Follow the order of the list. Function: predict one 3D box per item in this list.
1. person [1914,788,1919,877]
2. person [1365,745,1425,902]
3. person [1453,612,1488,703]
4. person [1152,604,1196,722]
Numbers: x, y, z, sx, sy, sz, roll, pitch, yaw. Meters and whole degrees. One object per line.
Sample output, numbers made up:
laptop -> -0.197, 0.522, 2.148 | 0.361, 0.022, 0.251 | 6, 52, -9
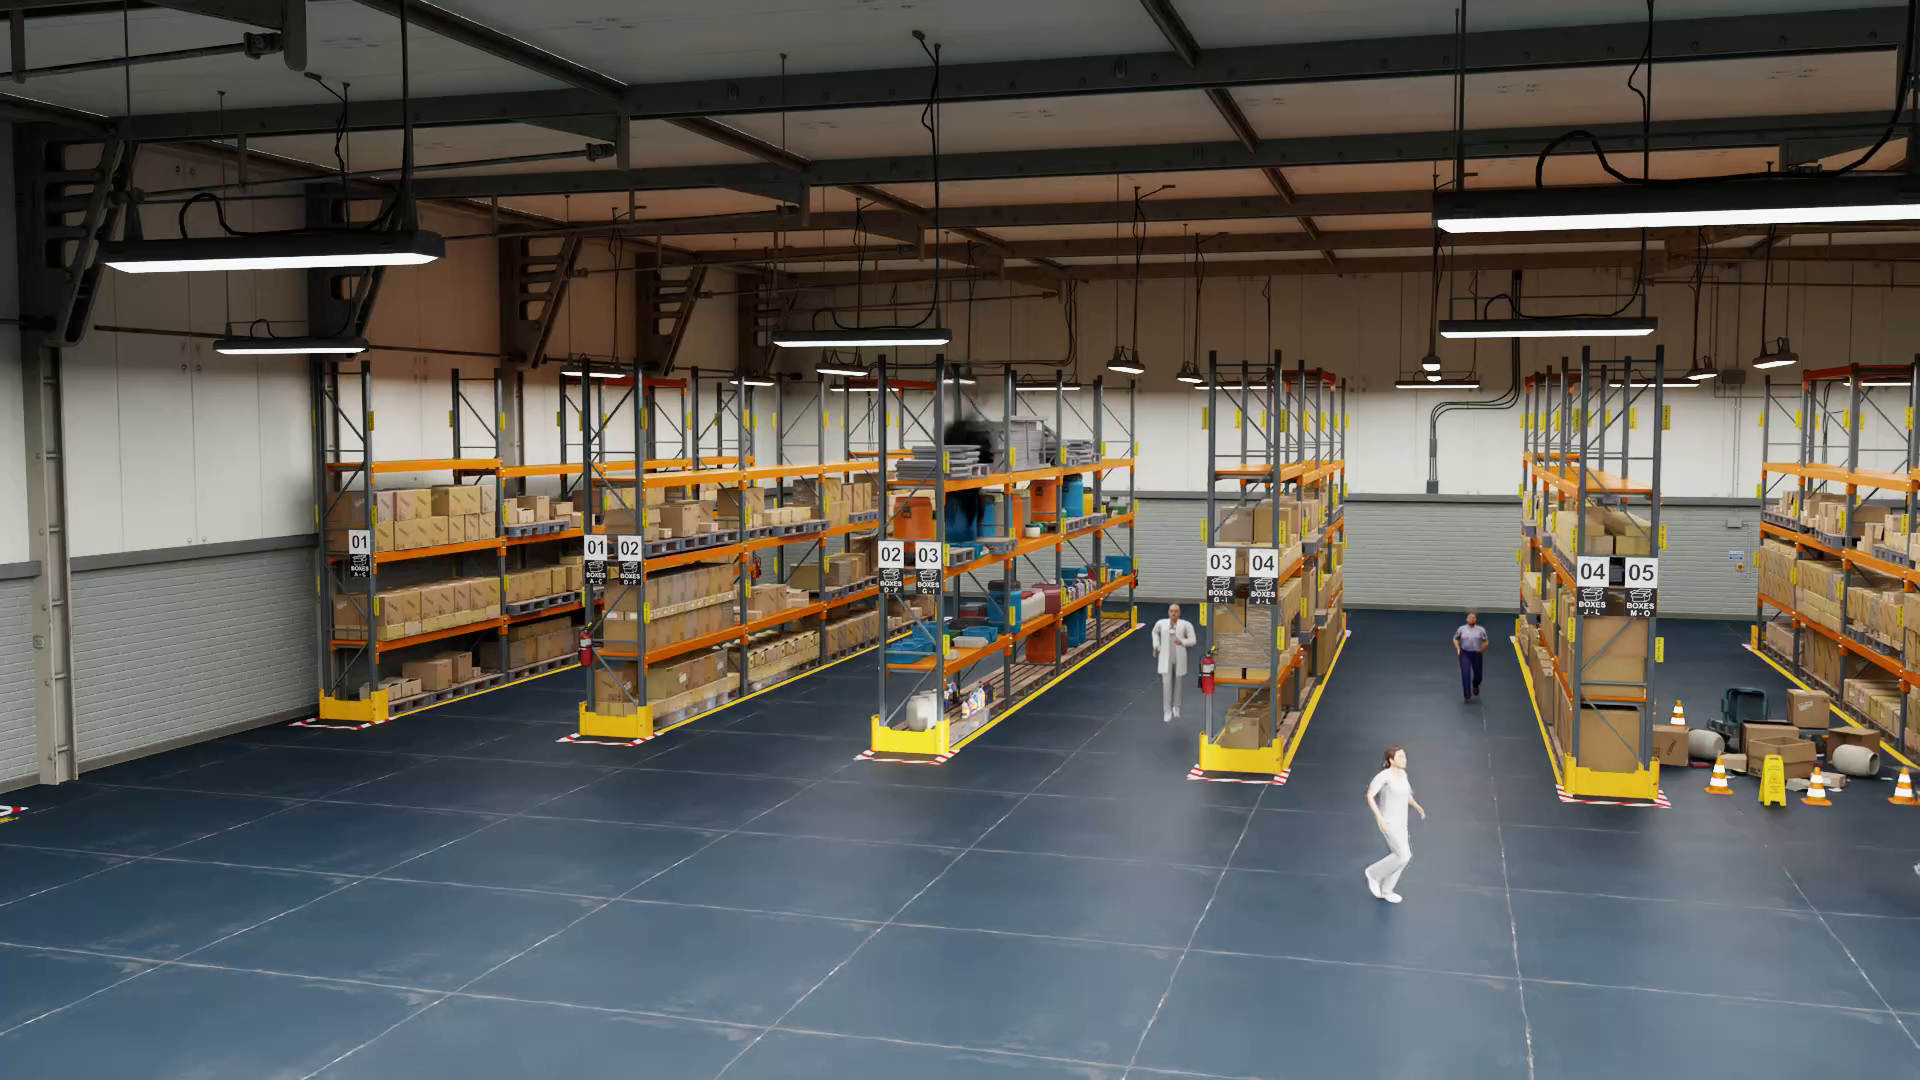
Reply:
person -> 10.120, 2.914, 17.003 | 0.671, 1.740, 0.759 | -2, 5, -29
person -> 4.539, 2.949, 17.321 | 0.577, 1.638, 0.541 | -4, 6, -45
person -> 9.104, 2.089, 29.669 | 0.613, 1.588, 0.669 | 1, 4, 15
person -> 3.376, 1.915, 26.274 | 0.700, 1.813, 0.896 | 1, 4, 8
